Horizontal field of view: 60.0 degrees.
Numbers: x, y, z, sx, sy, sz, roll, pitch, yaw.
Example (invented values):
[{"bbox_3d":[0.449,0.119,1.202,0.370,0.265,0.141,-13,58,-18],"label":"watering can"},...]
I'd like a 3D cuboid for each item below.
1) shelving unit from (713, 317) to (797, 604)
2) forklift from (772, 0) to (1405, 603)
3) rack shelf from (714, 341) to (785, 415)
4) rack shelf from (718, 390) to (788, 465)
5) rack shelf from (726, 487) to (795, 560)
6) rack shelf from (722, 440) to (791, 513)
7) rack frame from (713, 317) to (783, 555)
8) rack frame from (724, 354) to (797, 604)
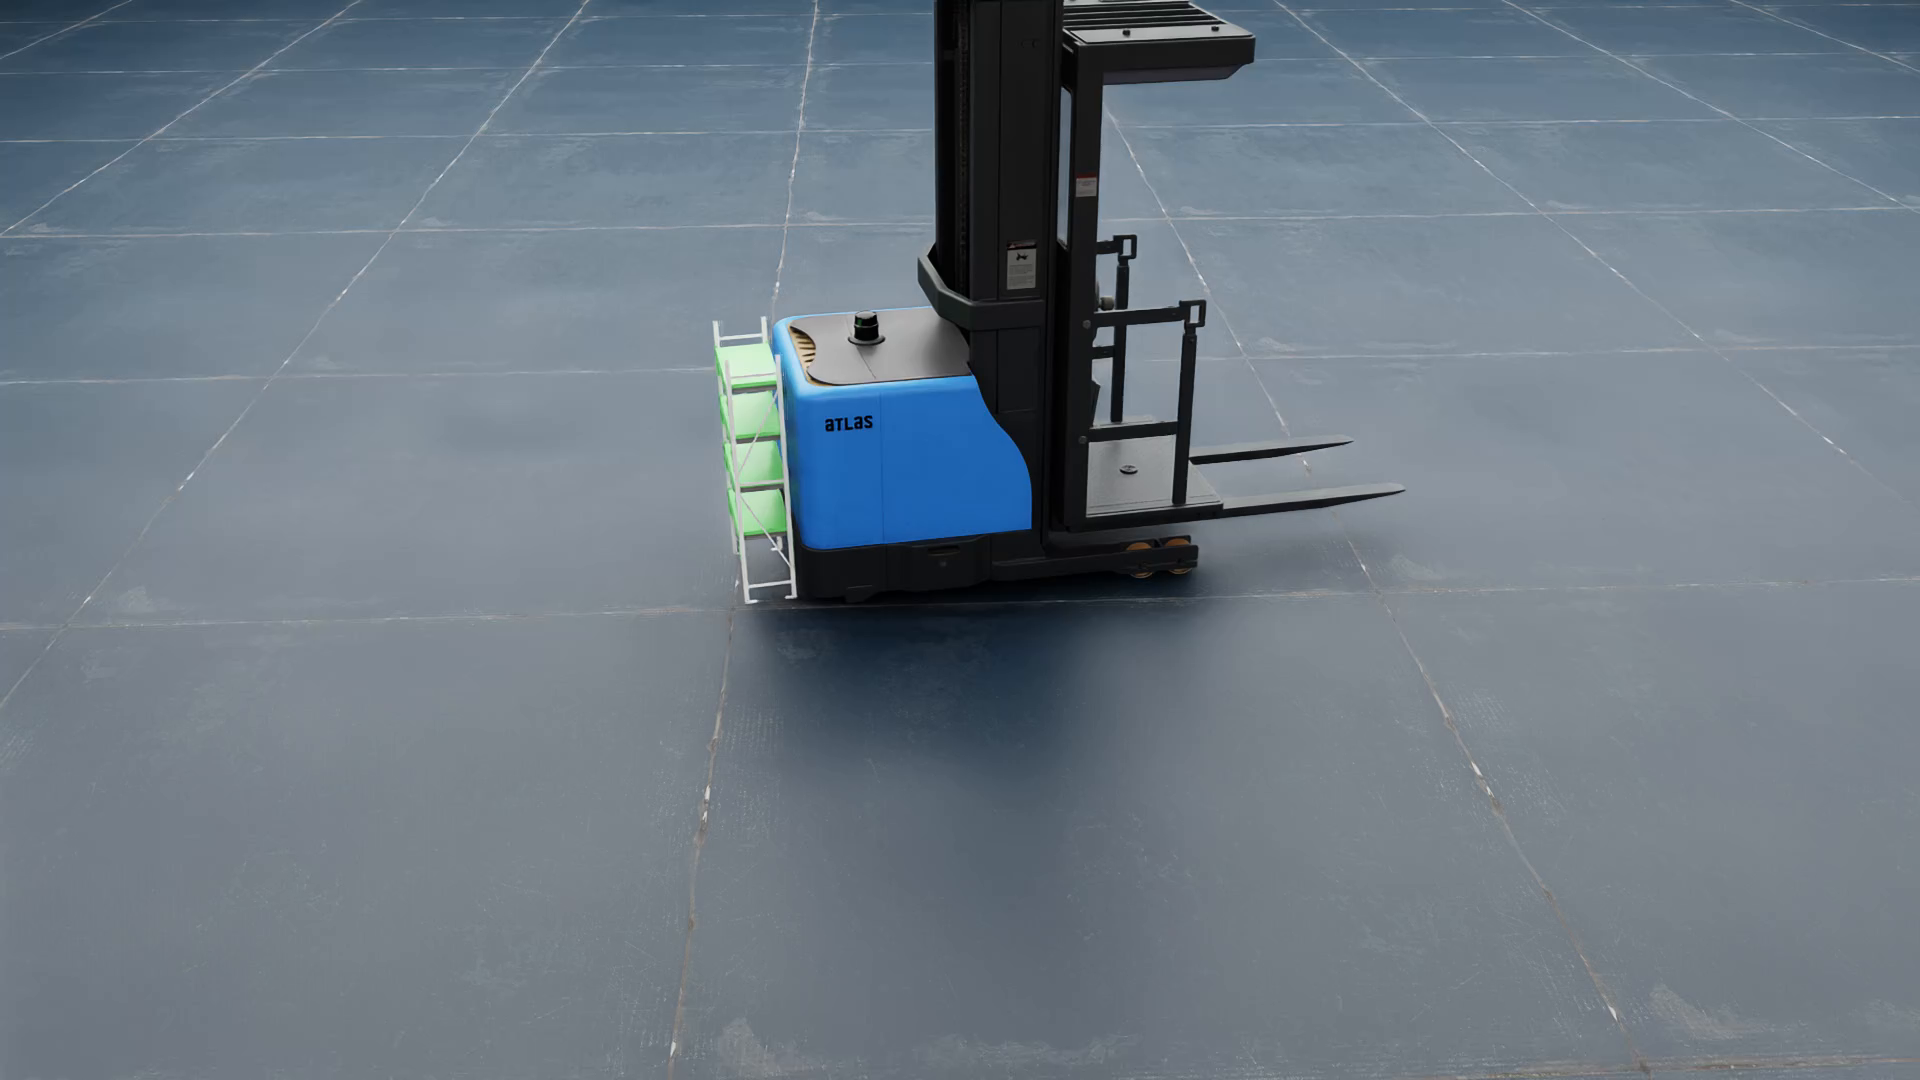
[{"bbox_3d":[-0.941,-0.363,7.645,0.258,1.200,0.503,-7,28,-11],"label":"shelving unit"},{"bbox_3d":[0.662,-1.350,7.670,3.031,2.935,1.130,-6,28,-11],"label":"forklift"},{"bbox_3d":[-0.947,-0.732,7.451,0.258,0.148,0.480,-7,28,-11],"label":"rack shelf"},{"bbox_3d":[-0.943,-0.519,7.563,0.258,0.148,0.480,-7,28,-11],"label":"rack shelf"},{"bbox_3d":[-0.936,-0.095,7.786,0.258,0.148,0.480,-7,28,-11],"label":"rack shelf"},{"bbox_3d":[-0.940,-0.307,7.674,0.258,0.148,0.480,-7,28,-11],"label":"rack shelf"},{"bbox_3d":[-0.996,-0.473,7.855,0.240,1.200,0.015,-7,28,-11],"label":"rack frame"},{"bbox_3d":[-0.886,-0.254,7.434,0.240,1.200,0.015,-7,28,-11],"label":"rack frame"}]
